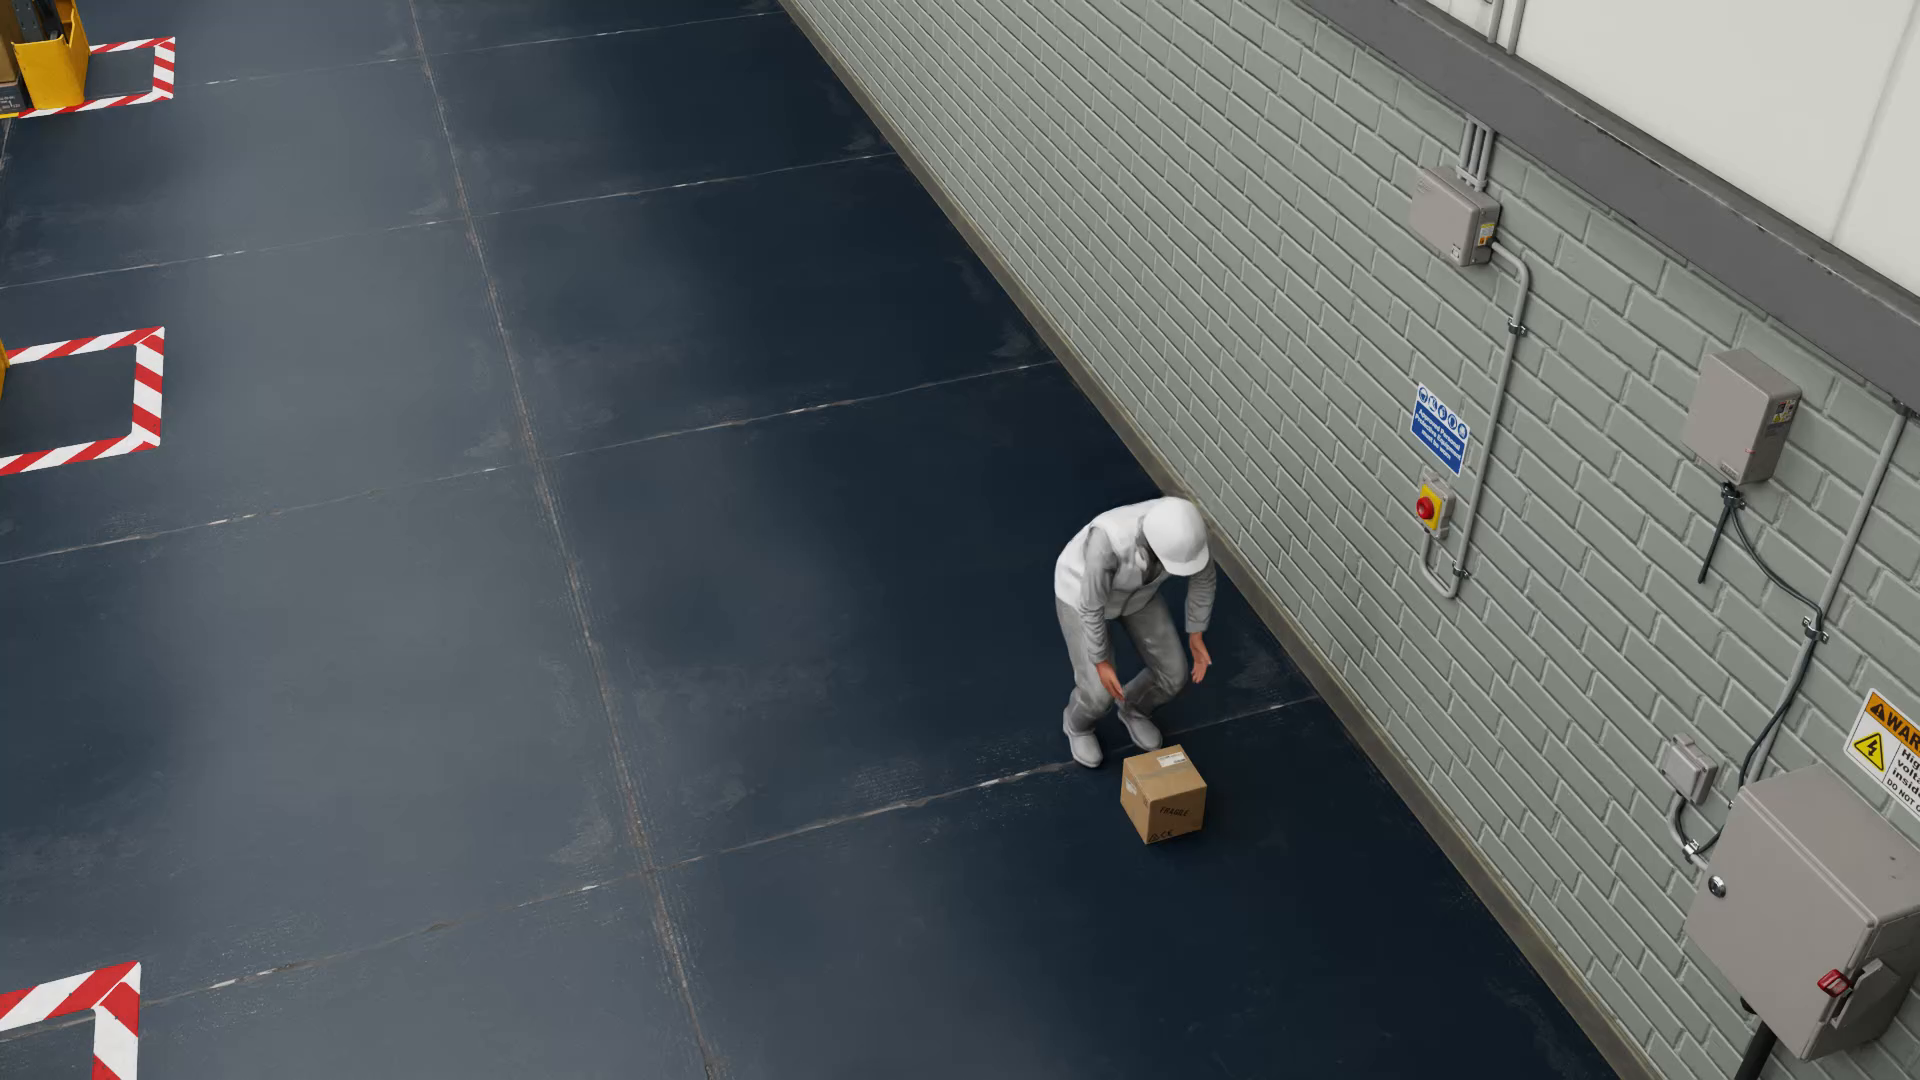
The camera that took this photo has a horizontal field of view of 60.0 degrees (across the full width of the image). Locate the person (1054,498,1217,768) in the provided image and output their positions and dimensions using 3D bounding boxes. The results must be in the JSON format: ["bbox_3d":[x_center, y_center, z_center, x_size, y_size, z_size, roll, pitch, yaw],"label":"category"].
[{"bbox_3d":[0.703,0.301,6.641,0.591,1.449,0.753,-12,39,-16],"label":"person"}]
